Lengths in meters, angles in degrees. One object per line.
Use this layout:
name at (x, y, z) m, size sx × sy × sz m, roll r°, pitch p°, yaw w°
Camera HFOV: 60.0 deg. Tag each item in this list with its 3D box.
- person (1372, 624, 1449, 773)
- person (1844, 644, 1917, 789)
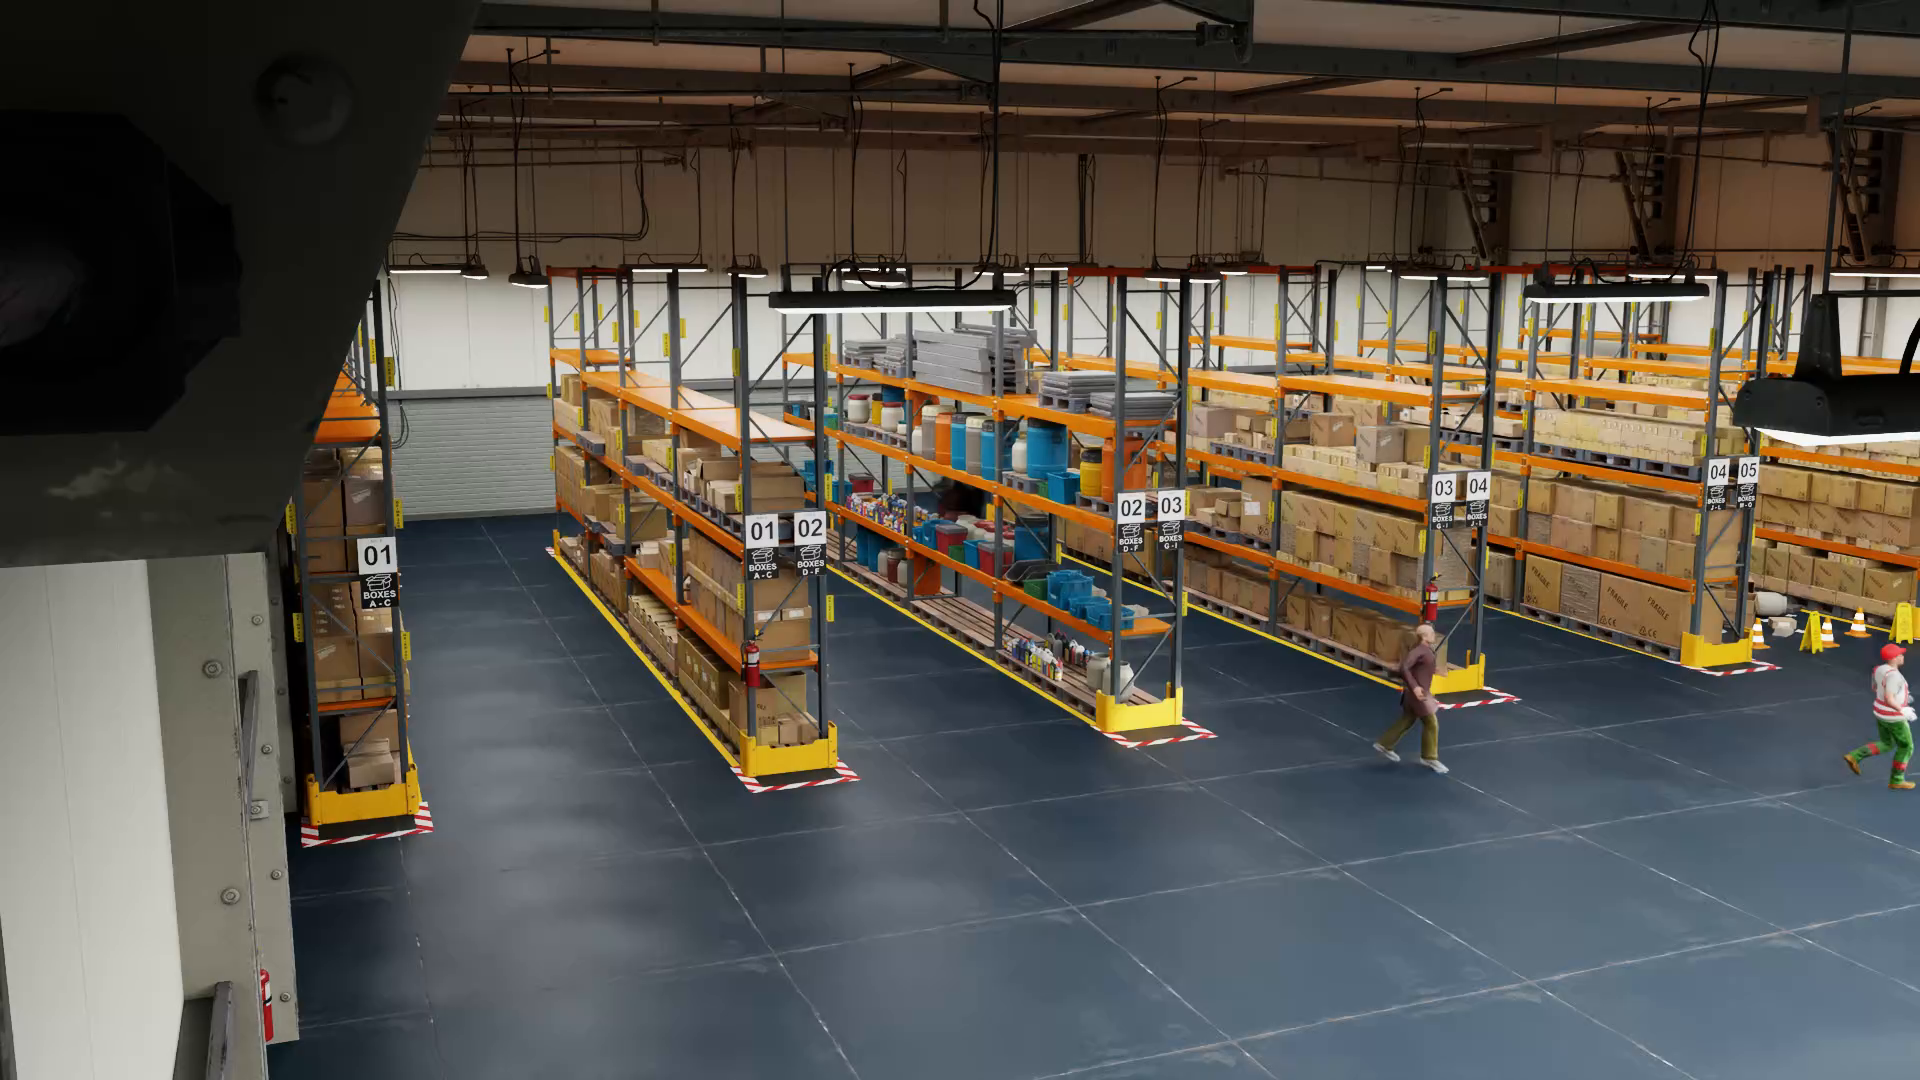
person at (5.577, 2.018, 20.494) m, size 0.915 × 1.625 × 0.701 m, roll 2°, pitch 10°, yaw 10°
person at (10.961, 2.086, 19.665) m, size 0.786 × 1.748 × 0.663 m, roll 1°, pitch 10°, yaw 7°
